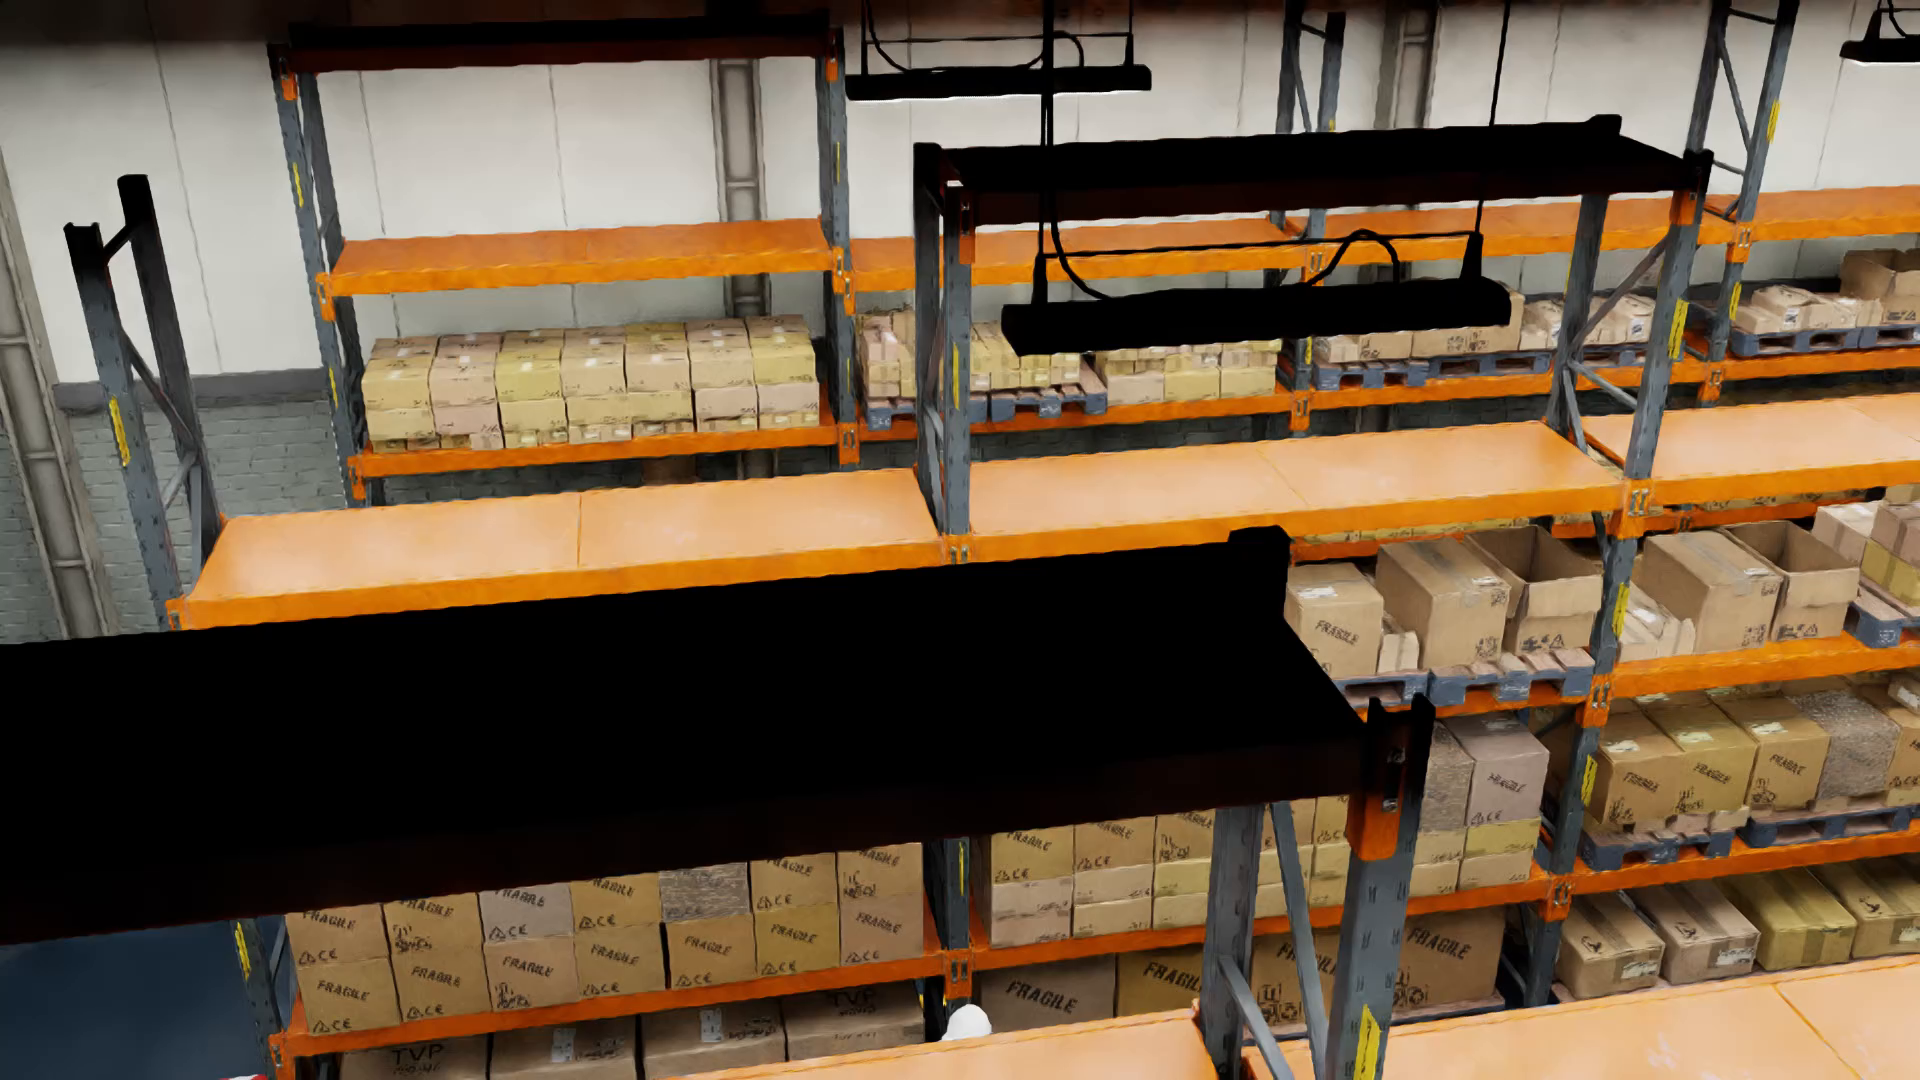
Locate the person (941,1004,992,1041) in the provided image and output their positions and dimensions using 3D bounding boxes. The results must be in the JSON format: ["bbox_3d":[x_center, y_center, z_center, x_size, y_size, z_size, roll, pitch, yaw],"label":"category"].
[{"bbox_3d":[0.054,3.334,9.333,0.606,1.771,0.553,3,26,6],"label":"person"}]
